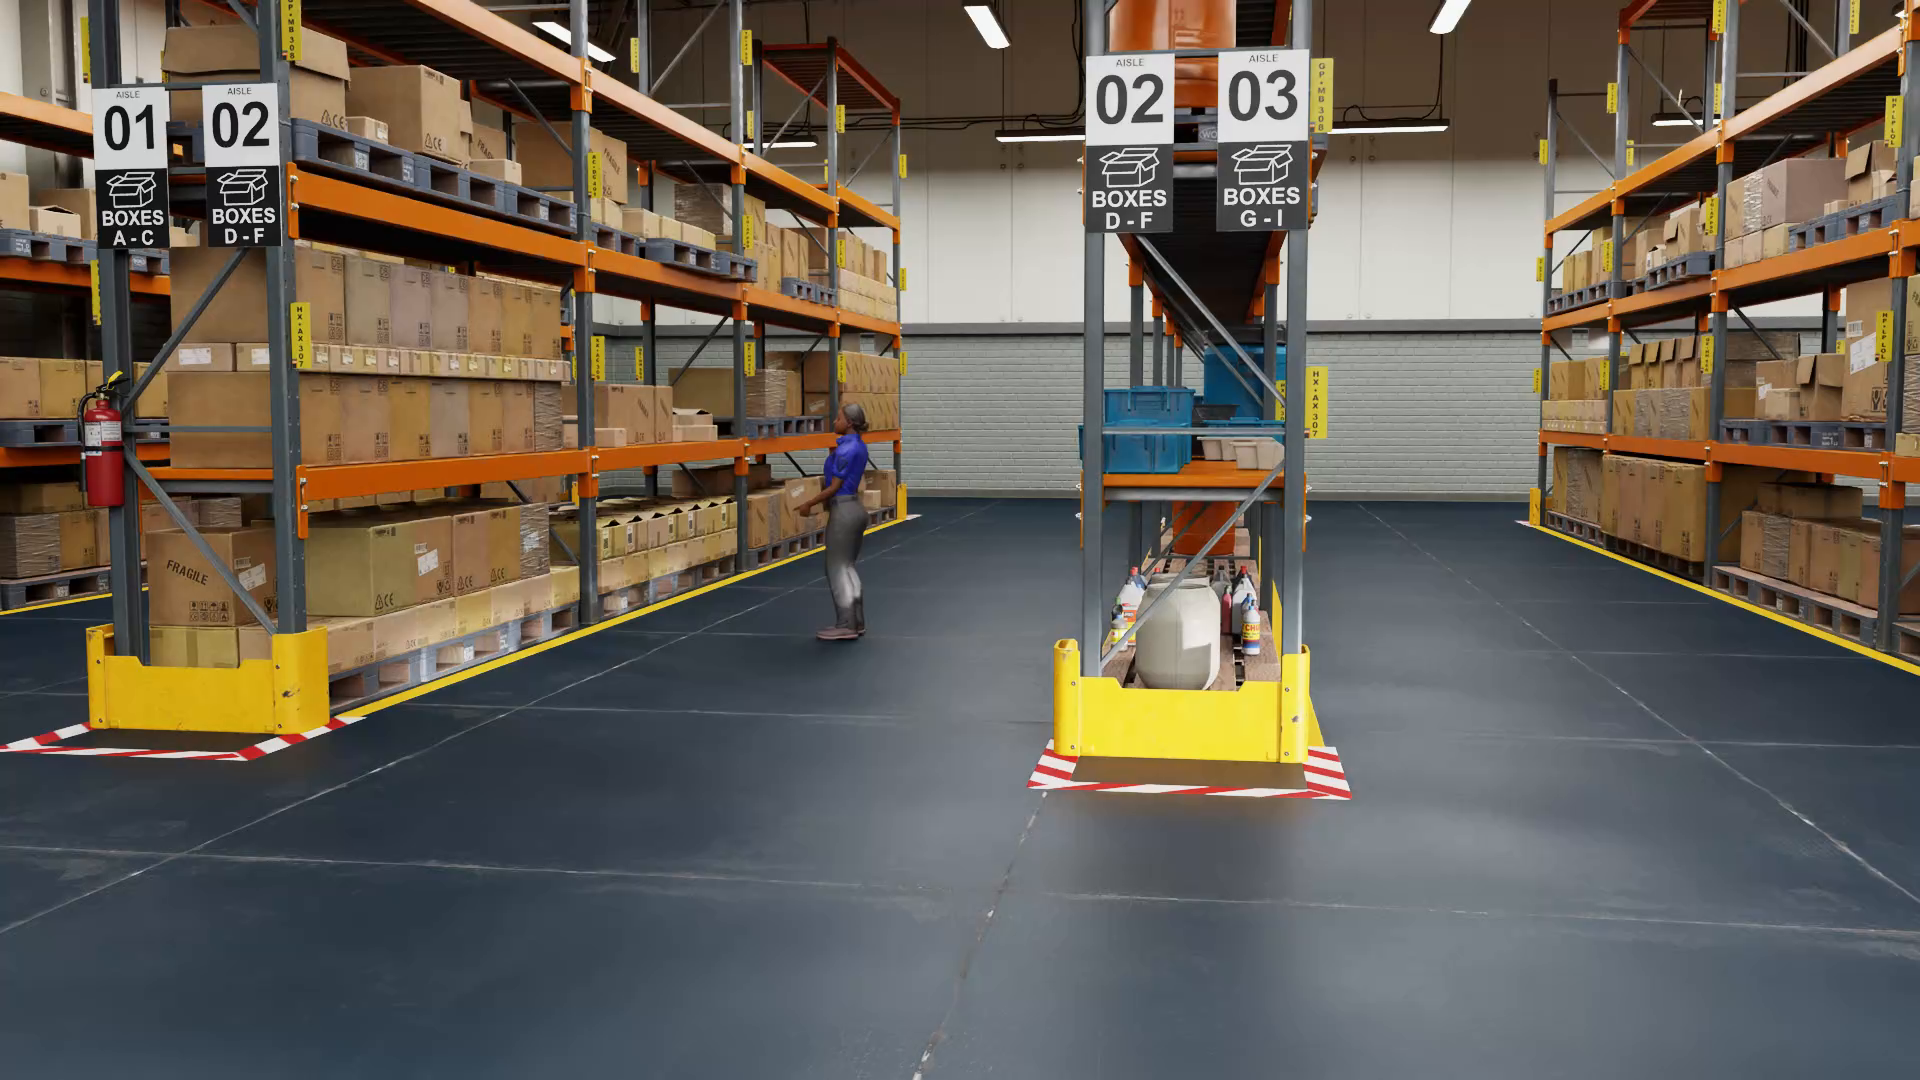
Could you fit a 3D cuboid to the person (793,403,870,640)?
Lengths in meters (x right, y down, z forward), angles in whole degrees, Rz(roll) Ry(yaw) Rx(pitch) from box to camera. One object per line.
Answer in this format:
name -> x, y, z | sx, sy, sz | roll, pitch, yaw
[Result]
person -> -0.886, -0.134, 11.676 | 0.523, 1.647, 0.450 | 1, 5, 10
